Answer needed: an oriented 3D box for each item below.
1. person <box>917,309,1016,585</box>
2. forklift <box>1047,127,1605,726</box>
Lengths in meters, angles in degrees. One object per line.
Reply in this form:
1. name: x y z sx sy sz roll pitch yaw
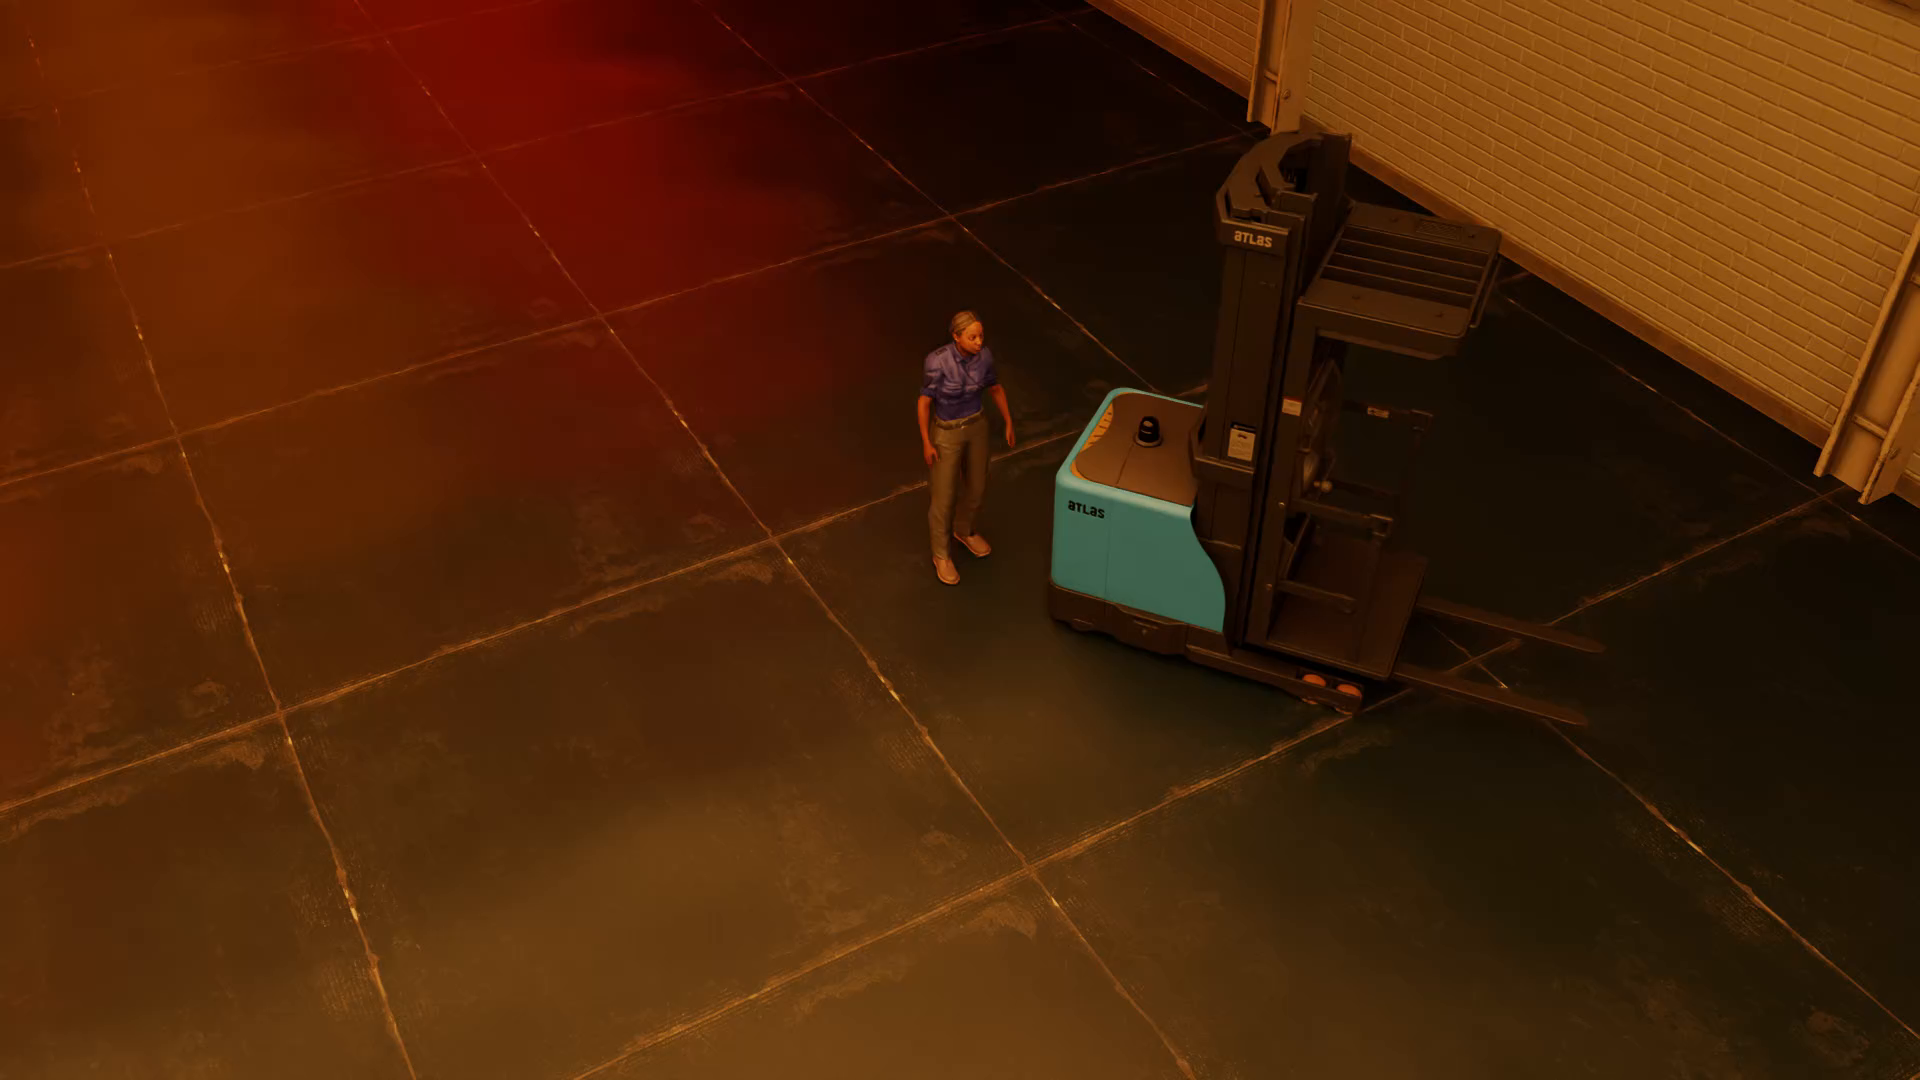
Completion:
1. person: 0.069 -0.575 9.746 0.626 1.650 0.501 -20 44 -23
2. forklift: 2.073 -0.557 8.708 3.031 2.935 1.130 16 42 18
